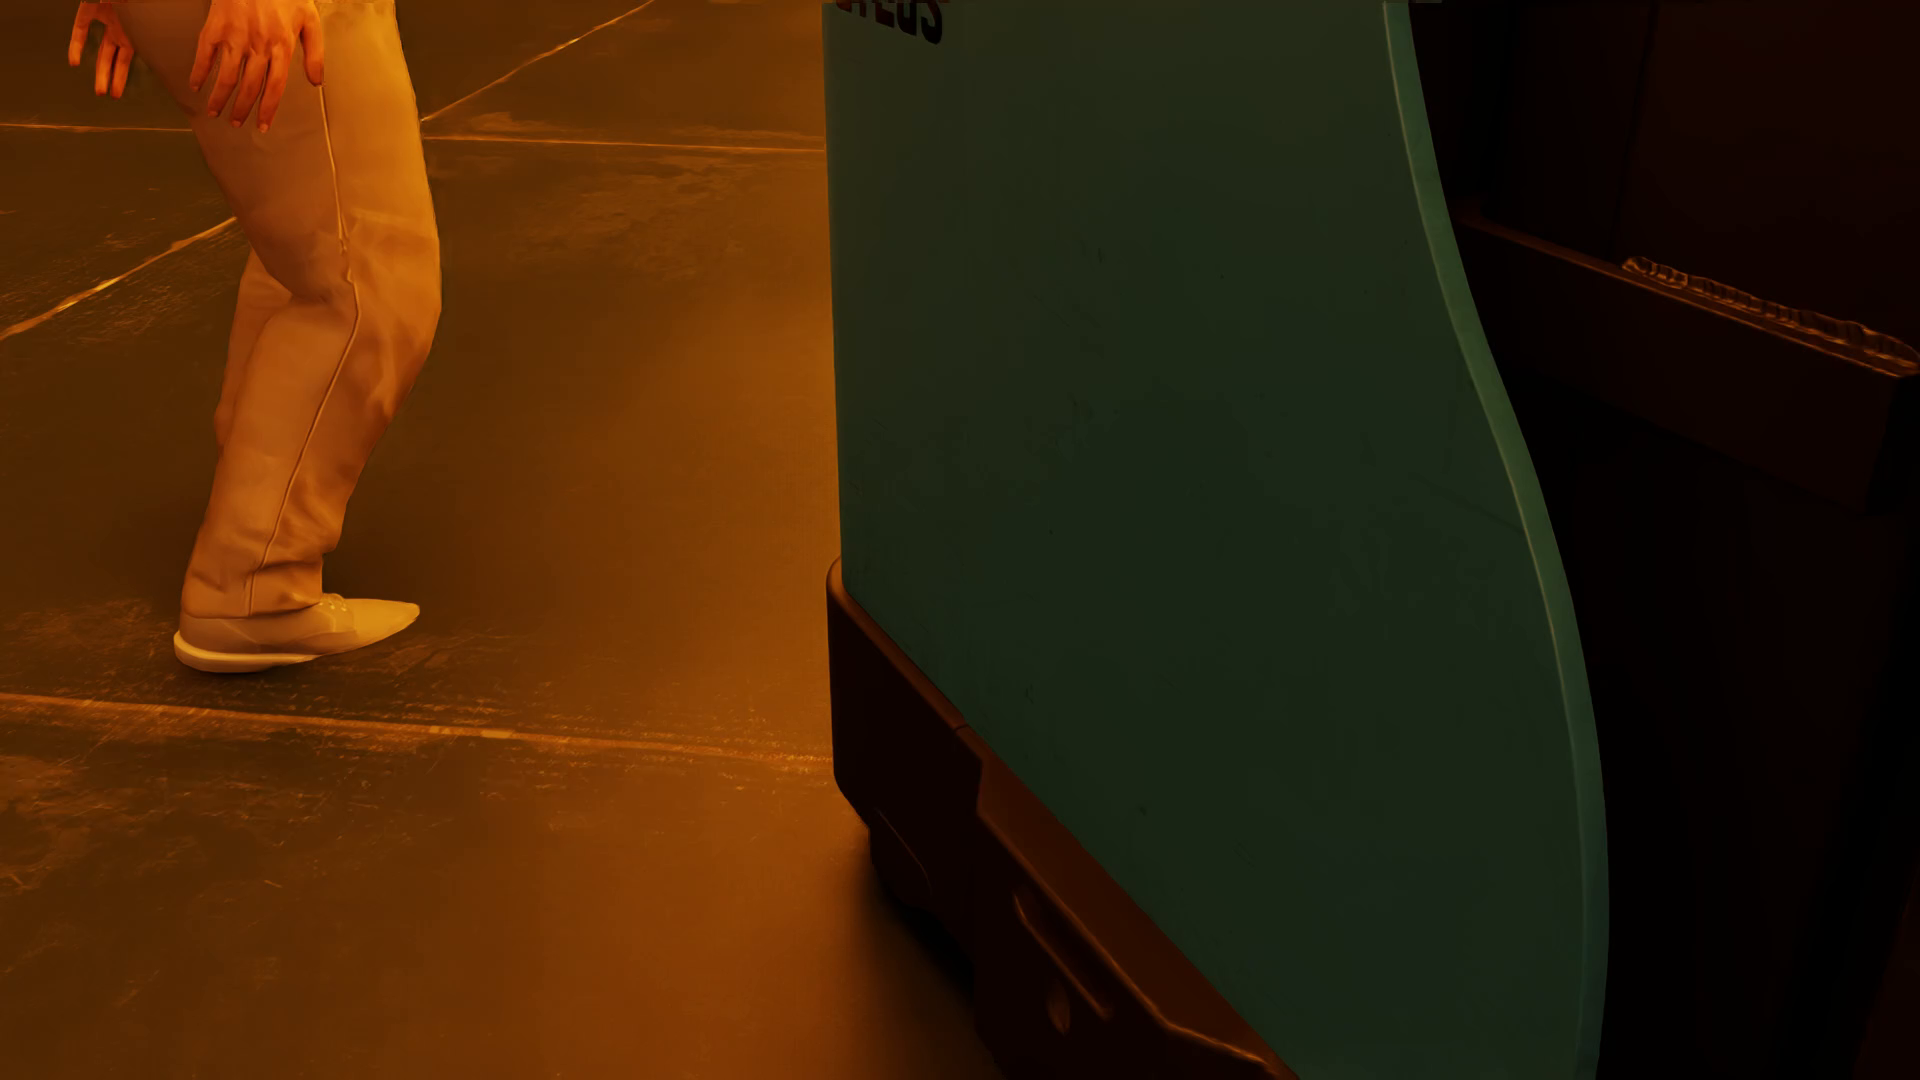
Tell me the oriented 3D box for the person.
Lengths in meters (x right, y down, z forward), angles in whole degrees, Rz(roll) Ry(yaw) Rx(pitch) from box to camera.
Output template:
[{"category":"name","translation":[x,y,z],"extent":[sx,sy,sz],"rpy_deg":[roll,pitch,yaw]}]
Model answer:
[{"category":"person","translation":[-0.899,-0.666,2.018],"extent":[0.456,1.712,0.896],"rpy_deg":[-15,30,-28]}]

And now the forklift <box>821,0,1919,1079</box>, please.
[{"category":"forklift","translation":[0.975,-0.519,0.257],"extent":[1.130,2.935,3.031],"rpy_deg":[-13,29,-24]}]
